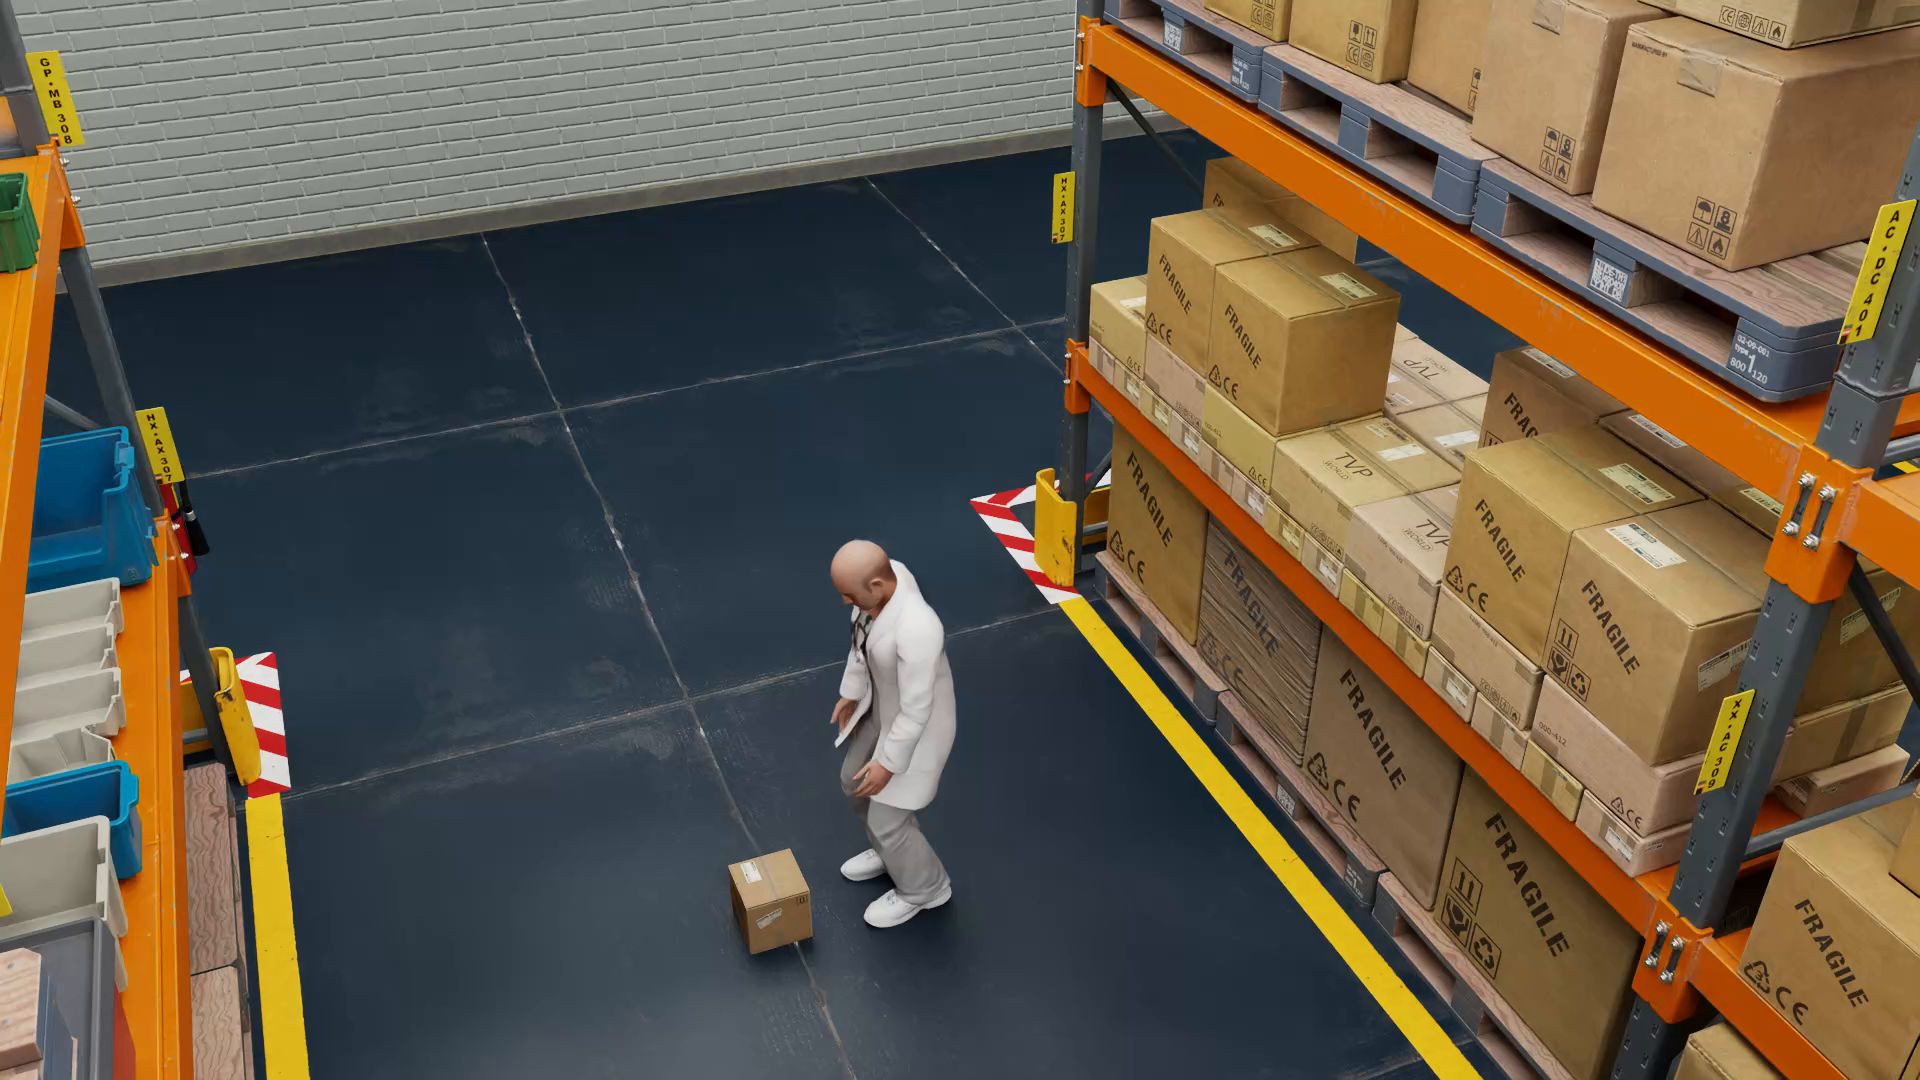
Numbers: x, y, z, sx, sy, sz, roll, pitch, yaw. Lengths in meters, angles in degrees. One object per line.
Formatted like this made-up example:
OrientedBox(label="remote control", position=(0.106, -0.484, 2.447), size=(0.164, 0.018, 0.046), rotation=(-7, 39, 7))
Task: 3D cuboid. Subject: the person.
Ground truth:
OrientedBox(label="person", position=(-0.242, 0.697, 6.161), size=(0.459, 1.702, 0.599), rotation=(-12, 35, -18))
